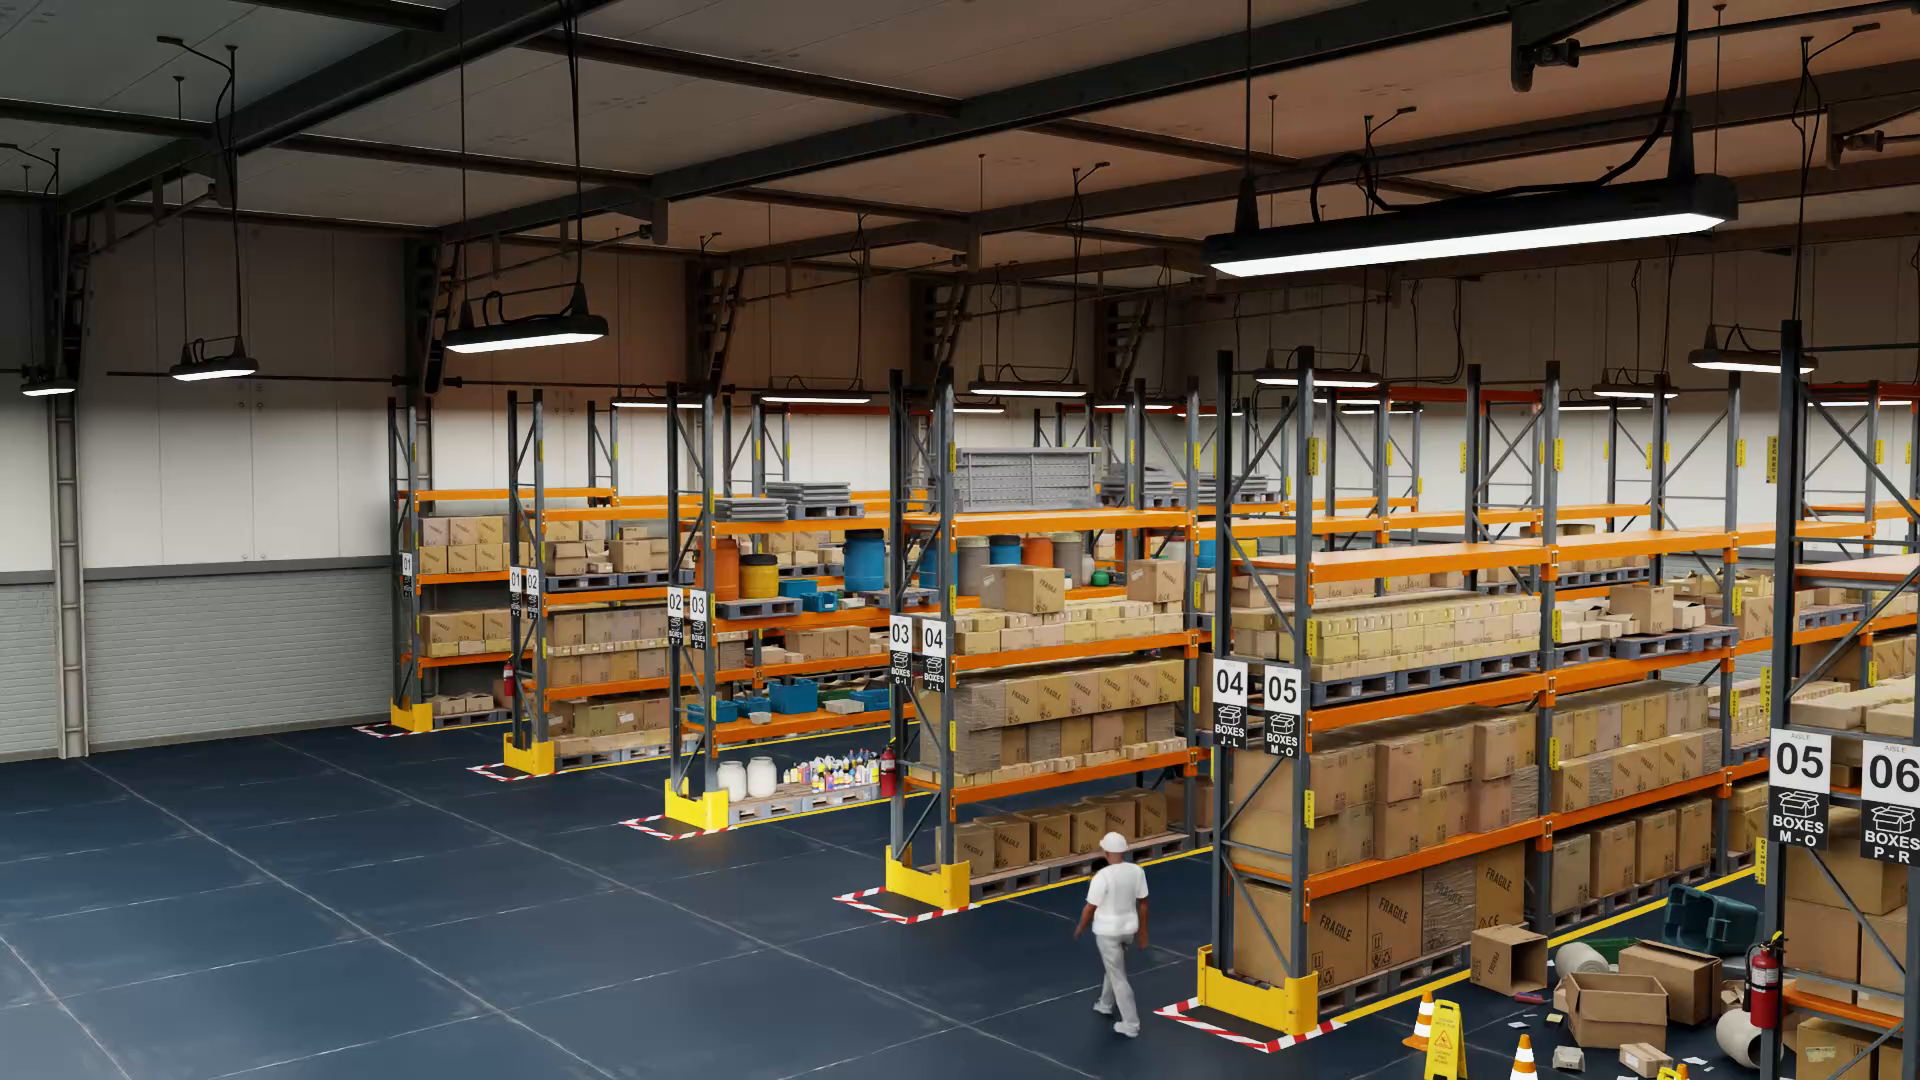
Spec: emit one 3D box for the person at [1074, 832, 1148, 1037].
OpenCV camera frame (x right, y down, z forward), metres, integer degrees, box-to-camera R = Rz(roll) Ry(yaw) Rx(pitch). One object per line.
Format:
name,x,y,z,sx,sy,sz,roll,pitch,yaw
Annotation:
person,1.302,3.421,14.648,0.584,1.744,0.871,-3,4,-37

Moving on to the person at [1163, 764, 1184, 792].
person,3.041,2.983,23.899,0.486,1.615,0.433,2,4,25
